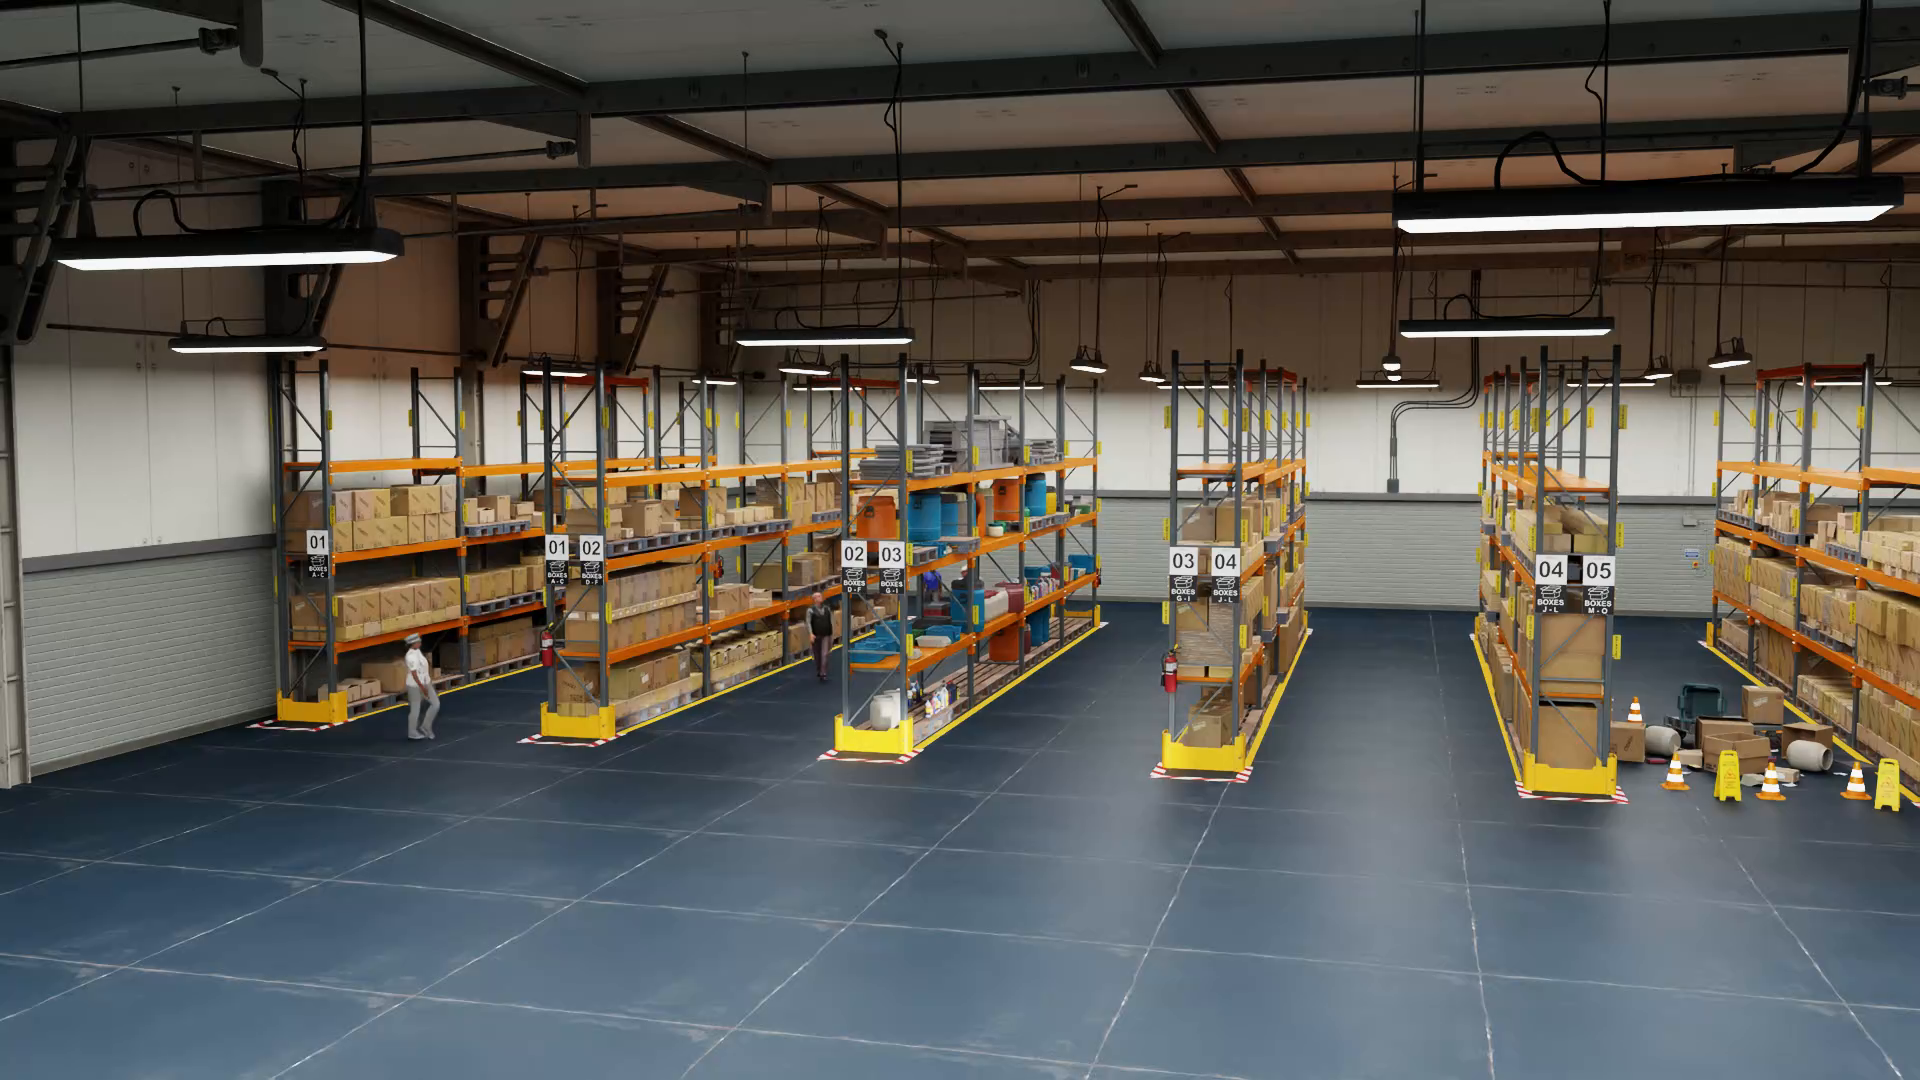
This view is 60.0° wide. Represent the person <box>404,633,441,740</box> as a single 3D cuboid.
[{"bbox_3d":[-8.438,2.297,25.961,0.495,1.706,0.464,2,5,24],"label":"person"}]

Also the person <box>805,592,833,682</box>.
[{"bbox_3d":[-2.682,1.839,31.593,0.493,1.666,0.996,1,4,7],"label":"person"}]

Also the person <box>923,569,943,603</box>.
[{"bbox_3d":[-0.667,1.313,40.078,0.477,1.608,0.927,1,4,8],"label":"person"}]

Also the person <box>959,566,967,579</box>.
[{"bbox_3d":[0.108,1.447,37.048,0.601,1.726,1.056,1,4,13],"label":"person"}]
